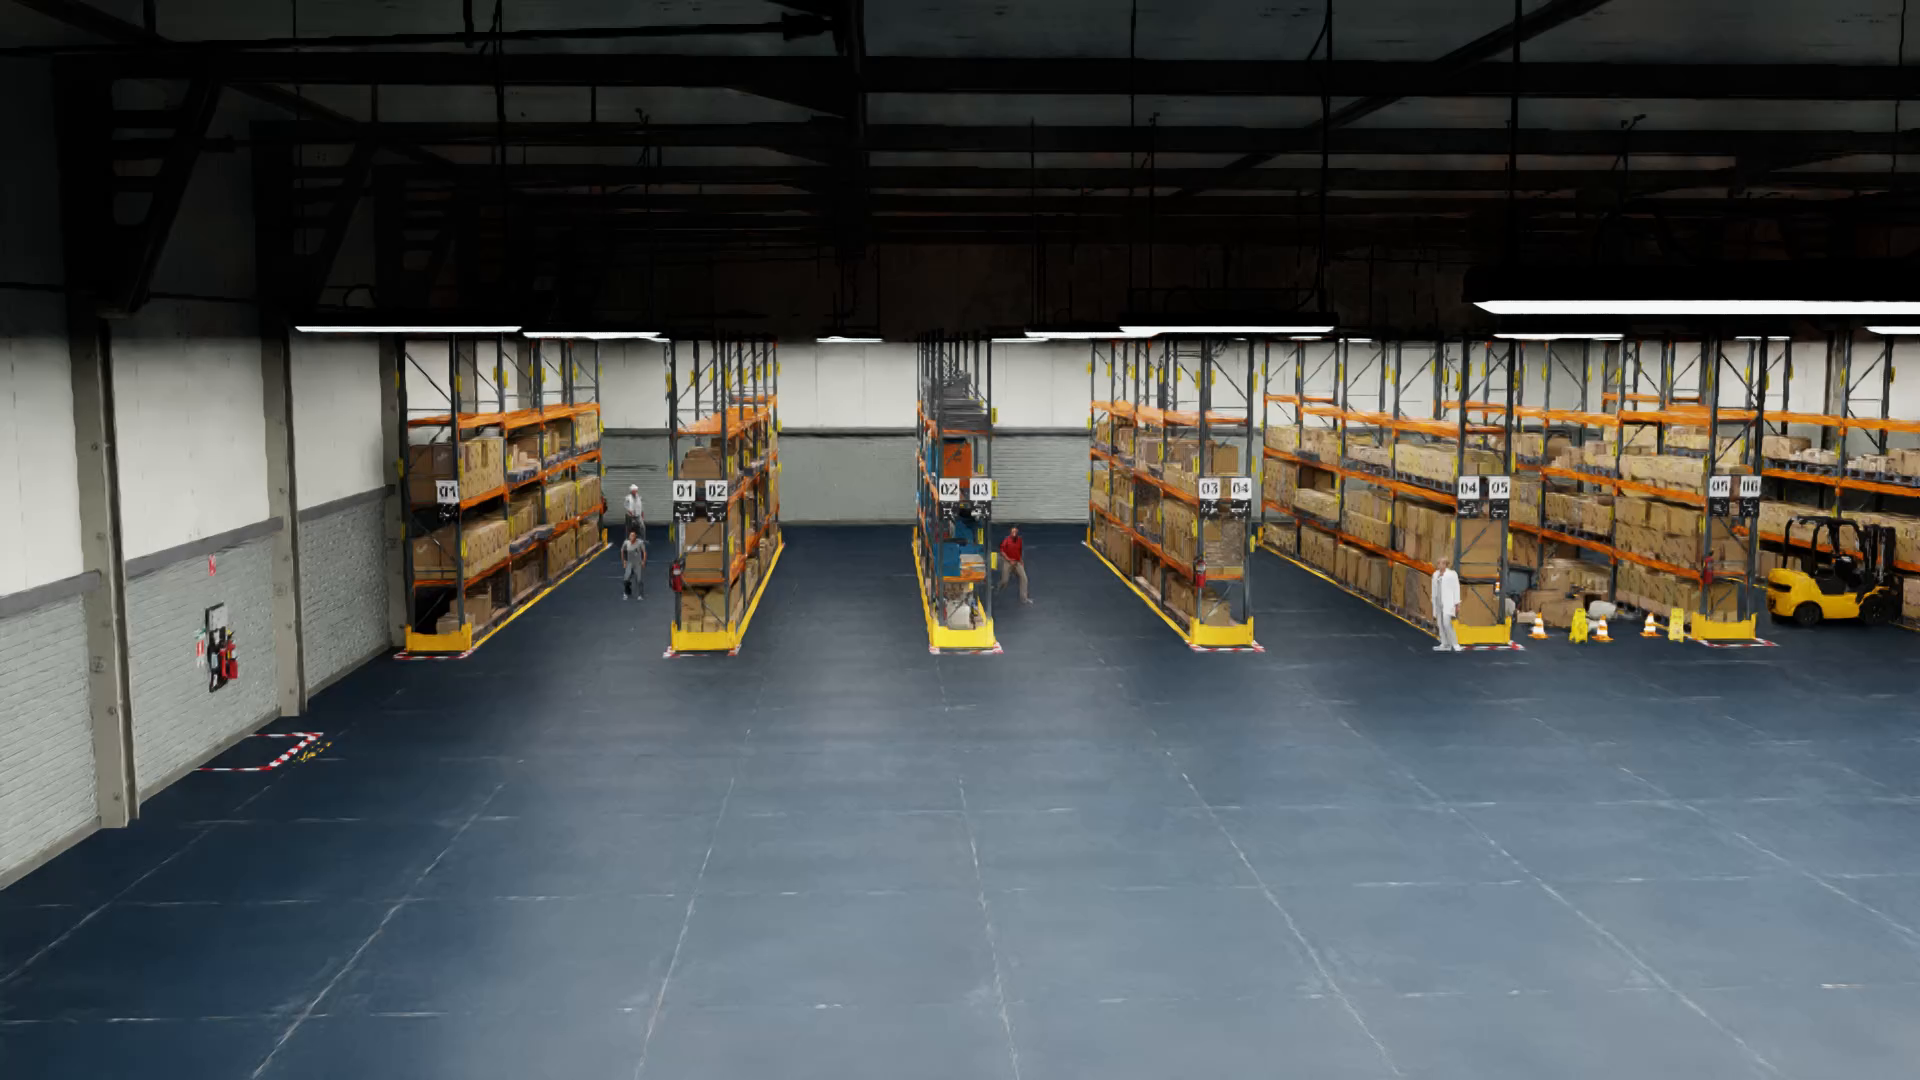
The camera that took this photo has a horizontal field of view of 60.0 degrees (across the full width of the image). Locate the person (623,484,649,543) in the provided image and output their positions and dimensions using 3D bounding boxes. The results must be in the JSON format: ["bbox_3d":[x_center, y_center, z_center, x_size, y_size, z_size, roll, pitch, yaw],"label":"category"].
[{"bbox_3d":[-9.353,-0.758,47.727,0.682,1.712,0.788,-3,7,-24],"label":"person"}]

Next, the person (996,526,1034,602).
[{"bbox_3d":[1.153,0.507,36.275,0.692,1.654,0.798,-3,7,-25],"label":"person"}]

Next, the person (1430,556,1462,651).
[{"bbox_3d":[9.058,1.185,30.983,0.467,1.773,0.684,-5,8,-35],"label":"person"}]

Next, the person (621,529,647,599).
[{"bbox_3d":[-7.310,0.539,37.268,0.580,1.619,0.507,-1,7,-5],"label":"person"}]

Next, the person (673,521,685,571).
[{"bbox_3d":[-6.858,-0.034,41.615,0.677,1.742,0.552,0,7,-4],"label":"person"}]
